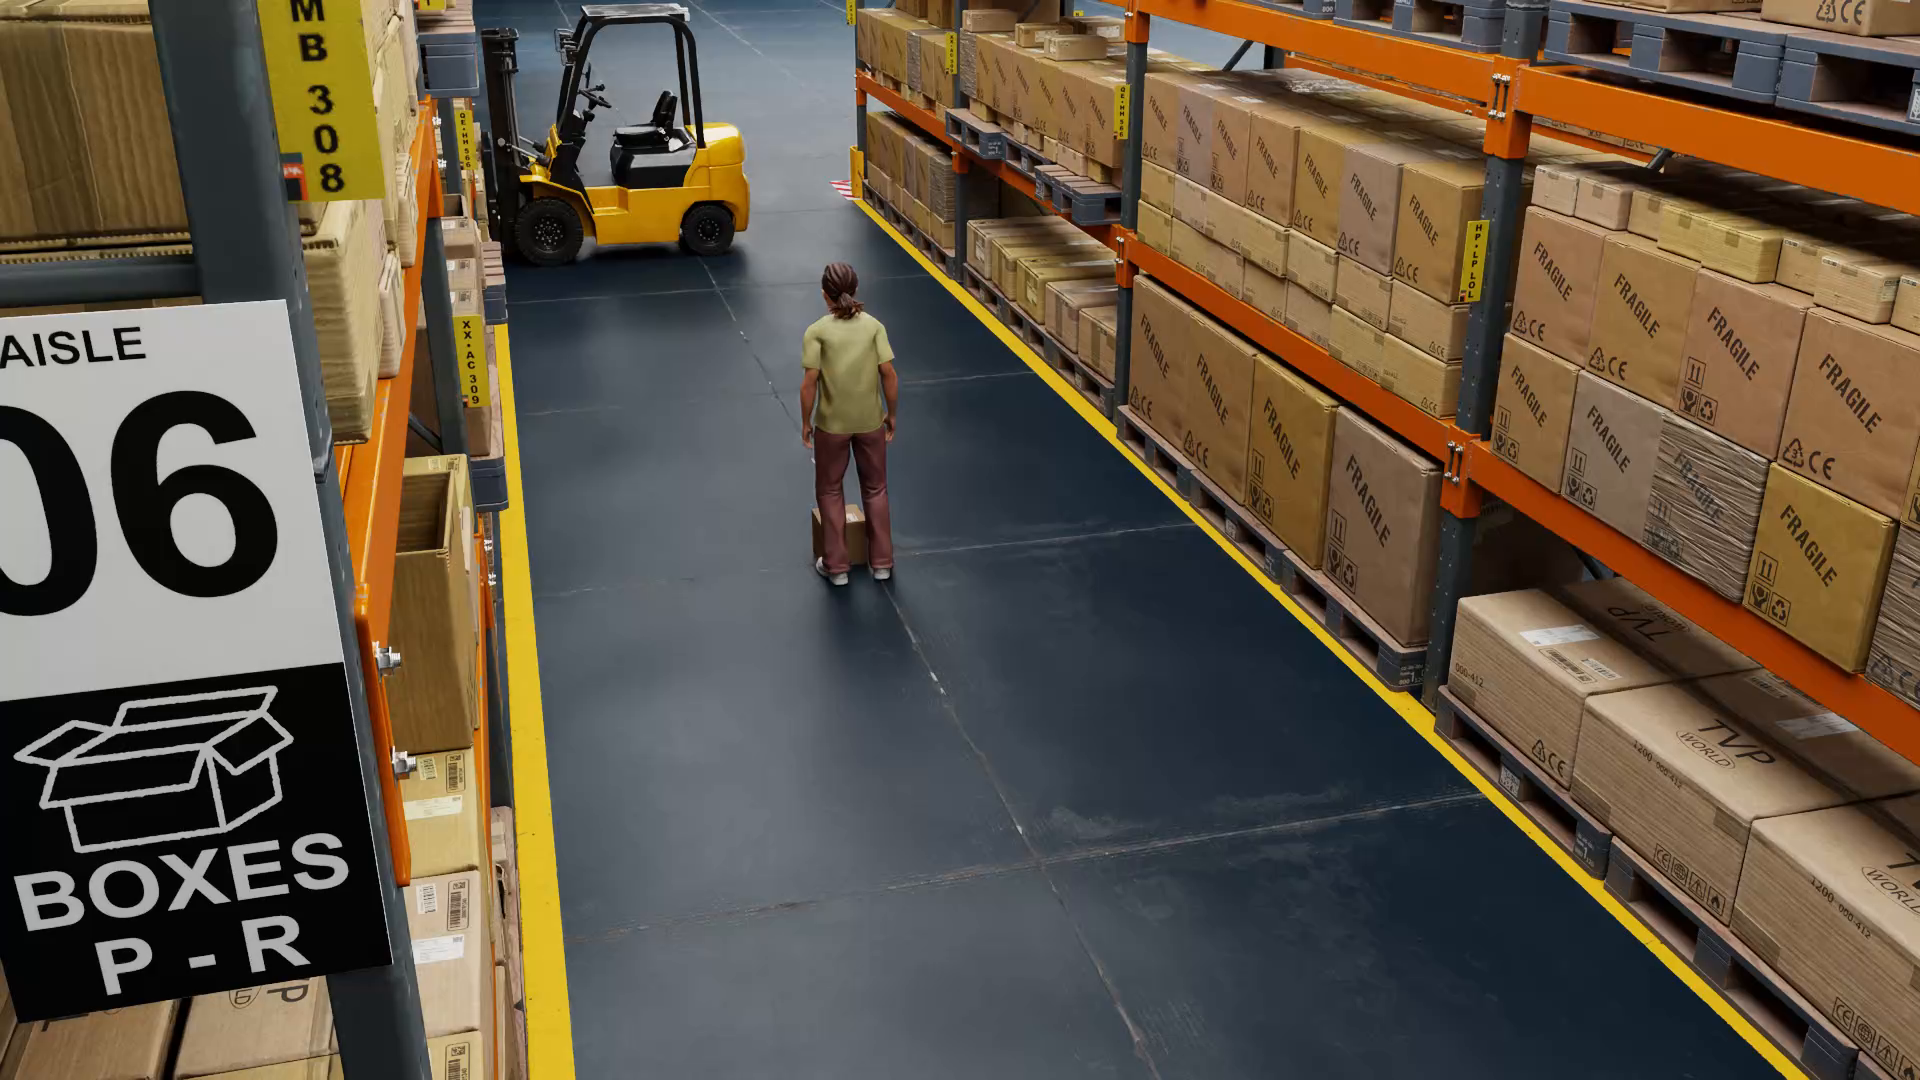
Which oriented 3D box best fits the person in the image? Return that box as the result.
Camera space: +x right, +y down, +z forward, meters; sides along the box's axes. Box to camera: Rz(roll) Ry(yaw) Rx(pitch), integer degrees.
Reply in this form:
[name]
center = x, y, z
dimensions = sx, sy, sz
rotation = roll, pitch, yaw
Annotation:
[person]
center = -0.569, -0.583, 8.469
dimensions = 0.497, 1.672, 0.360
rotation = -6, 24, -14
